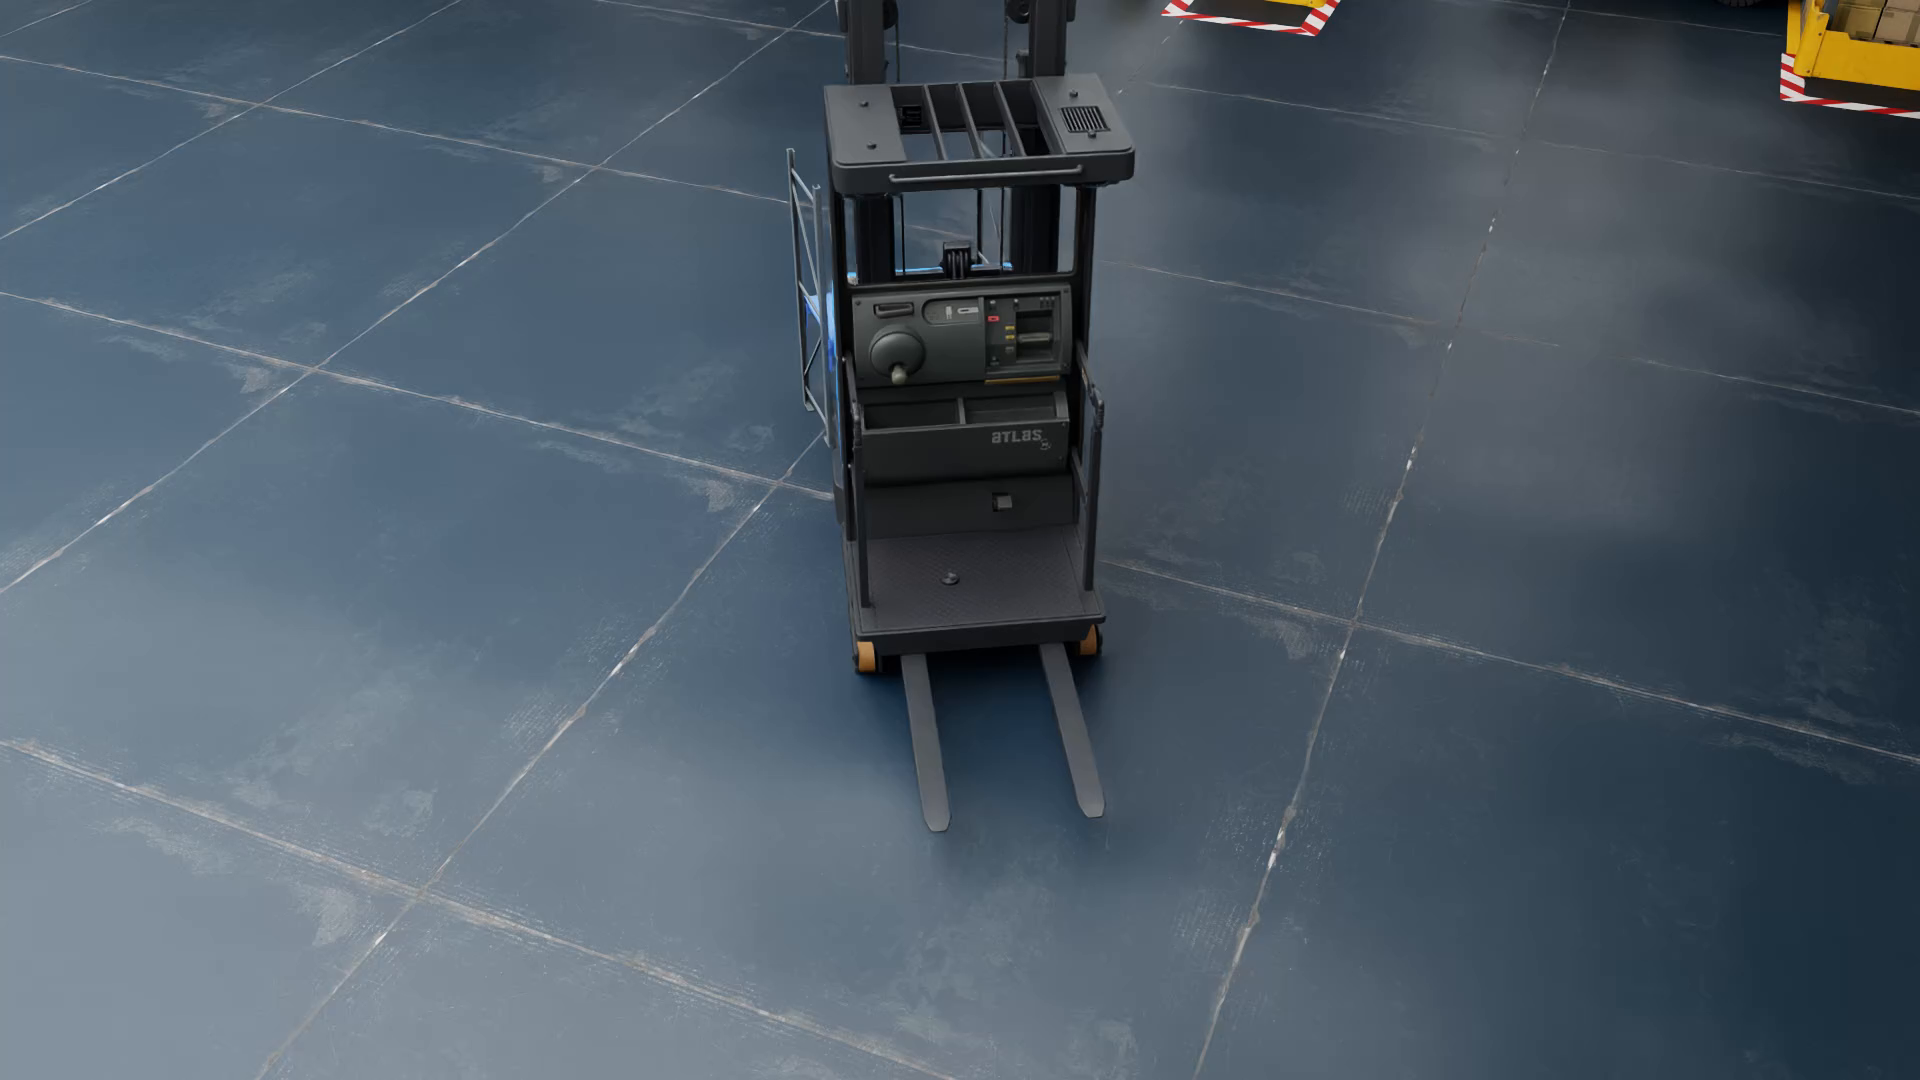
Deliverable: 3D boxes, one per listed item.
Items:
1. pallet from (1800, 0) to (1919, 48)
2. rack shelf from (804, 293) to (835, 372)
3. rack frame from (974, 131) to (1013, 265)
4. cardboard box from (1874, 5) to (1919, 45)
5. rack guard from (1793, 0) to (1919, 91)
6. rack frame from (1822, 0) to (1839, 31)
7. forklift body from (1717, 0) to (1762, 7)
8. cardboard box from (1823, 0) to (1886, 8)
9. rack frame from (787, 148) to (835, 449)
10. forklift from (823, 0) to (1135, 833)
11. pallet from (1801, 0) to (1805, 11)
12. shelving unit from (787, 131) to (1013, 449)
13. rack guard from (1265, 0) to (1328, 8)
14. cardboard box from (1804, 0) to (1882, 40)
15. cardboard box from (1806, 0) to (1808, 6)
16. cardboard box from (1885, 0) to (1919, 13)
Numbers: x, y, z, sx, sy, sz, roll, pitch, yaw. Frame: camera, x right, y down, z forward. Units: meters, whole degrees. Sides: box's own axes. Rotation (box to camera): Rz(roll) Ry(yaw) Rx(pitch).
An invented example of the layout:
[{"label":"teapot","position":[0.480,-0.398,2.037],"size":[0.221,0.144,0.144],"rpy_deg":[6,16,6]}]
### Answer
[{"label":"pallet","position":[7.477,-4.183,13.670],"size":[1.003,0.211,1.213],"rpy_deg":[14,39,18]},{"label":"rack shelf","position":[-0.297,-1.196,8.897],"size":[1.000,0.185,0.538],"rpy_deg":[-13,39,-16]},{"label":"rack frame","position":[0.179,-1.447,8.933],"size":[0.032,1.500,0.500],"rpy_deg":[-13,39,-16]},{"label":"cardboard box","position":[7.592,-4.161,13.257],"size":[0.500,0.250,0.500],"rpy_deg":[14,39,18]},{"label":"rack guard","position":[7.215,-3.852,12.986],"size":[1.175,0.500,0.348],"rpy_deg":[14,39,18]},{"label":"rack frame","position":[7.225,-4.867,12.256],"size":[1.000,3.000,0.127],"rpy_deg":[14,39,18]},{"label":"forklift body","position":[6.259,-5.992,14.470],"size":[2.313,2.155,1.214],"rpy_deg":[14,39,18]},{"label":"cardboard box","position":[7.121,-4.475,13.259],"size":[0.500,0.250,0.500],"rpy_deg":[13,39,17]},{"label":"rack frame","position":[-0.773,-1.233,8.647],"size":[0.032,1.500,0.500],"rpy_deg":[-13,39,-16]},{"label":"forklift","position":[0.042,-0.799,6.871],"size":[1.130,2.935,3.031],"rpy_deg":[-4,37,-6]},{"label":"pallet","position":[7.942,-4.856,14.570],"size":[1.003,0.211,1.213],"rpy_deg":[14,39,18]},{"label":"shelving unit","position":[-0.297,-1.340,8.790],"size":[1.048,1.500,0.538],"rpy_deg":[-13,39,-16]},{"label":"rack guard","position":[2.662,-5.036,14.570],"size":[1.175,0.500,0.348],"rpy_deg":[14,39,18]},{"label":"cardboard box","position":[7.111,-4.266,13.397],"size":[0.500,0.250,0.500],"rpy_deg":[14,39,18]},{"label":"cardboard box","position":[7.309,-4.539,13.763],"size":[0.500,0.250,0.500],"rpy_deg":[14,39,18]},{"label":"cardboard box","position":[7.595,-4.347,13.088],"size":[0.500,0.250,0.500],"rpy_deg":[15,39,19]}]
